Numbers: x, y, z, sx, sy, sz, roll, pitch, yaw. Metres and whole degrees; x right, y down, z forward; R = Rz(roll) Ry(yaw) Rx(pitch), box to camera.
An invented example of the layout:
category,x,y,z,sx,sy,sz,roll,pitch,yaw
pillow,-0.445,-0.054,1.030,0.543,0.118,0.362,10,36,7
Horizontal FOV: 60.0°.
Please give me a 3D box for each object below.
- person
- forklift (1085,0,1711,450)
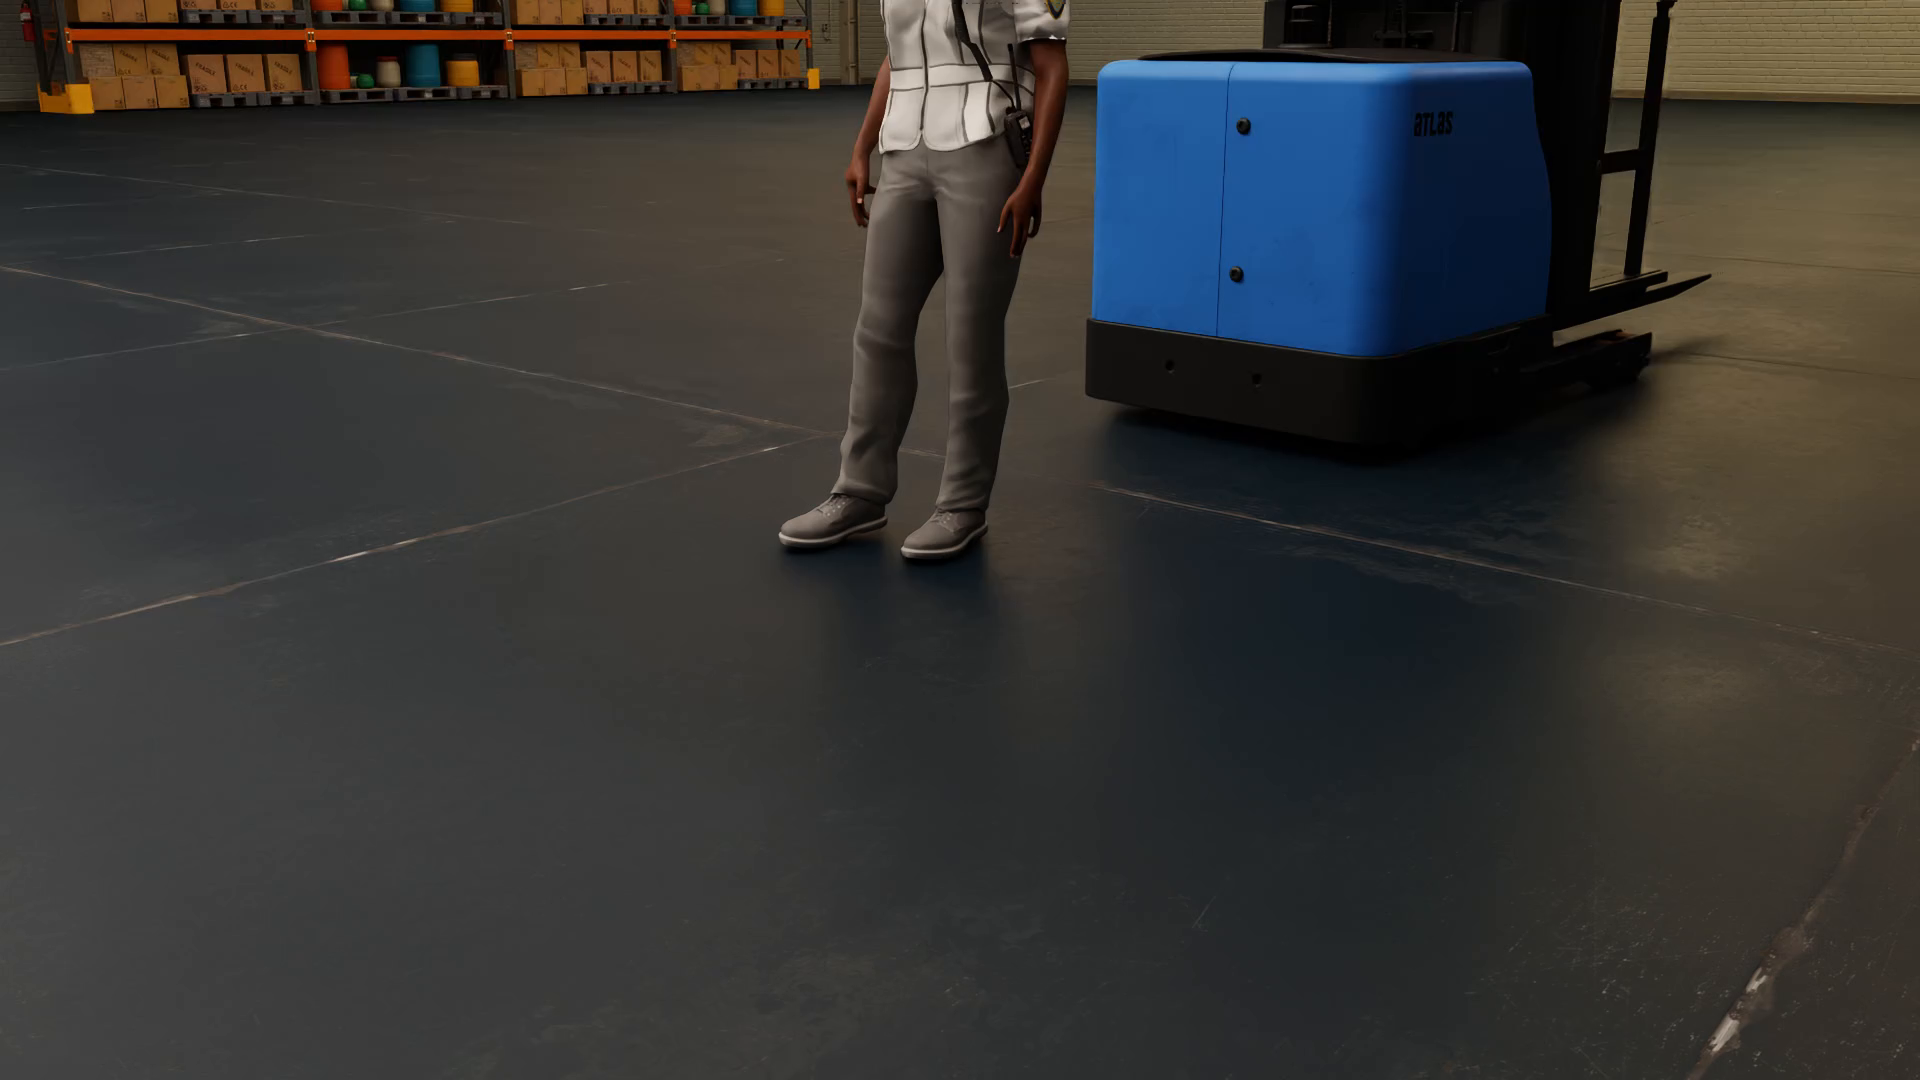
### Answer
category,x,y,z,sx,sy,sz,roll,pitch,yaw
person,-0.063,-0.805,3.650,0.570,1.697,0.528,13,21,37
forklift,1.760,-2.008,5.510,1.130,2.935,3.031,15,22,41
